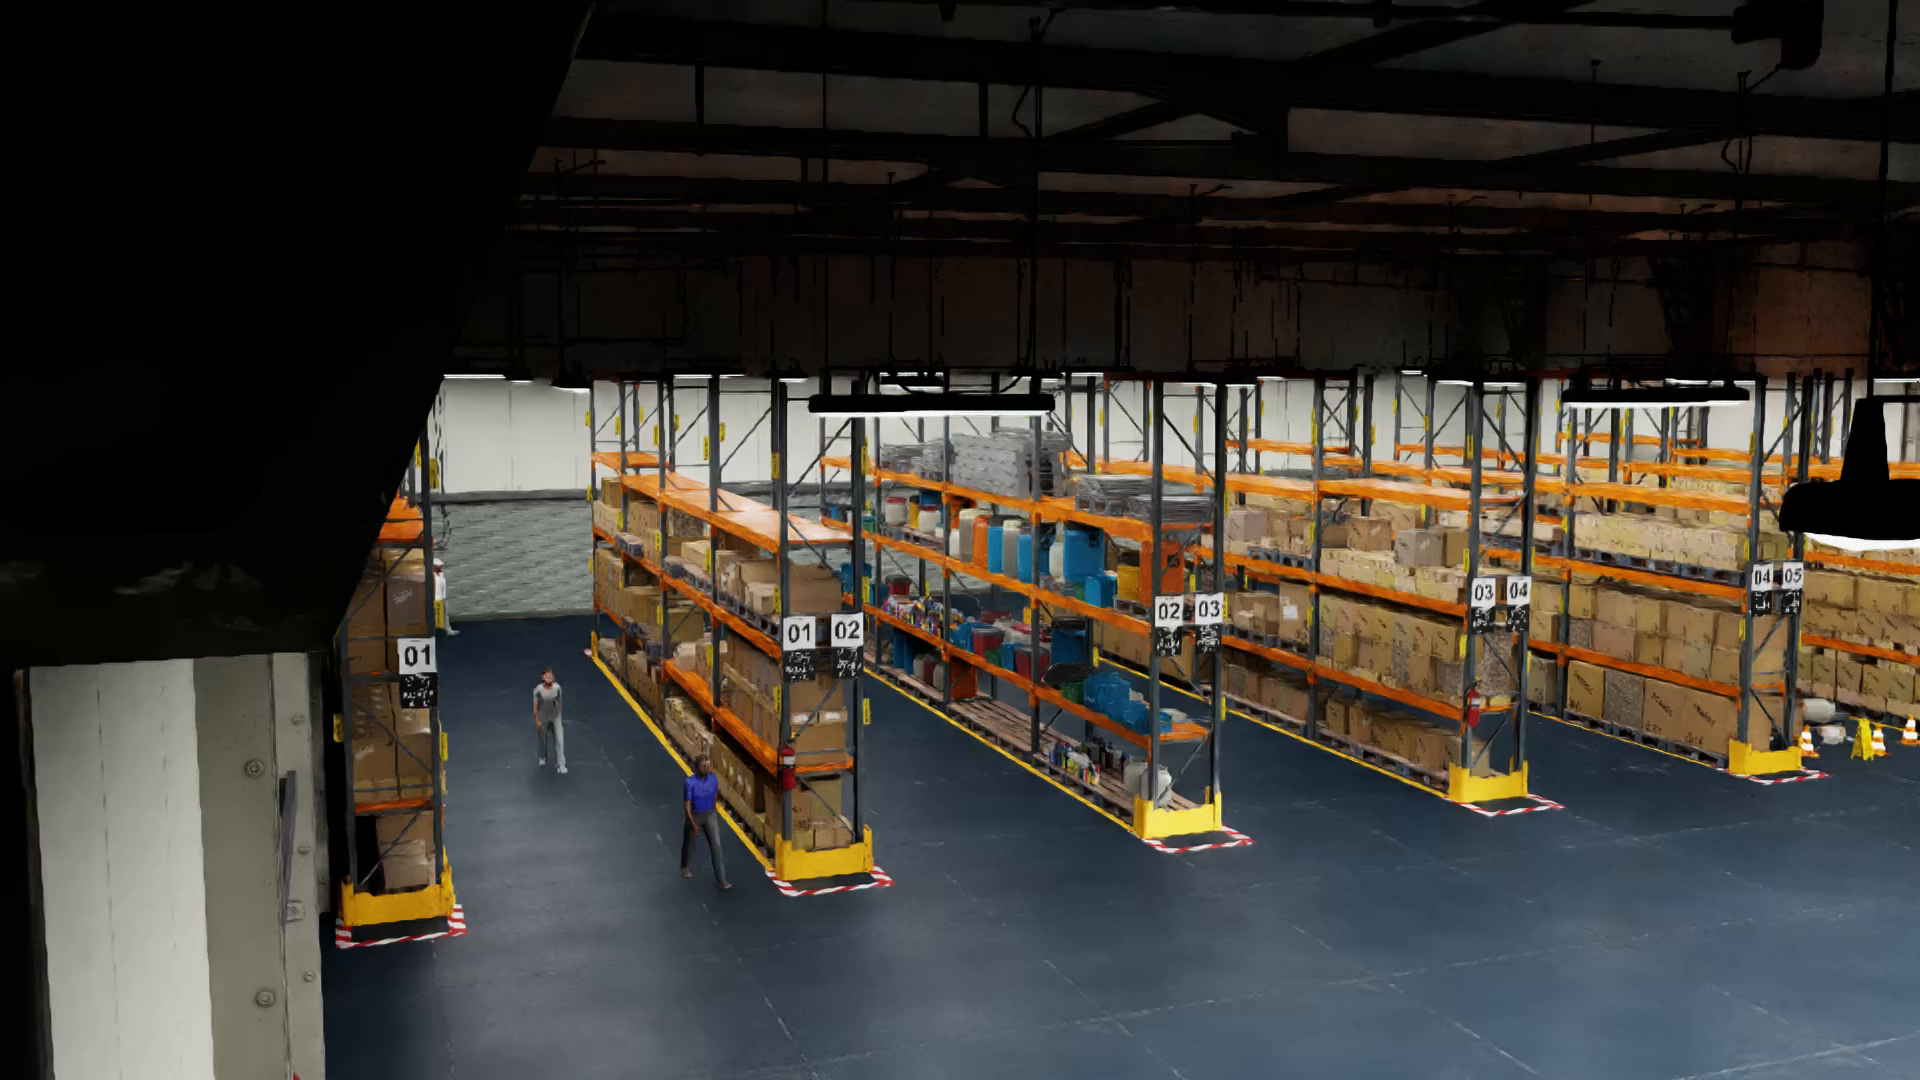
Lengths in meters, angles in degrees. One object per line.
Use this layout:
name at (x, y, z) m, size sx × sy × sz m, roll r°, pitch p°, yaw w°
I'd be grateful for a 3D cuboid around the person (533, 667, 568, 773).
person at (-6.251, 2.704, 25.258) m, size 0.449 × 1.583 × 1.097 m, roll -3°, pitch 7°, yaw -22°

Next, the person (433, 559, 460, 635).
person at (-11.664, 1.294, 37.223) m, size 0.569 × 1.754 × 0.740 m, roll 2°, pitch 7°, yaw 18°

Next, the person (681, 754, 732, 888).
person at (-3.083, 3.371, 19.844) m, size 0.465 × 1.464 × 1.033 m, roll -3°, pitch 7°, yaw -27°
